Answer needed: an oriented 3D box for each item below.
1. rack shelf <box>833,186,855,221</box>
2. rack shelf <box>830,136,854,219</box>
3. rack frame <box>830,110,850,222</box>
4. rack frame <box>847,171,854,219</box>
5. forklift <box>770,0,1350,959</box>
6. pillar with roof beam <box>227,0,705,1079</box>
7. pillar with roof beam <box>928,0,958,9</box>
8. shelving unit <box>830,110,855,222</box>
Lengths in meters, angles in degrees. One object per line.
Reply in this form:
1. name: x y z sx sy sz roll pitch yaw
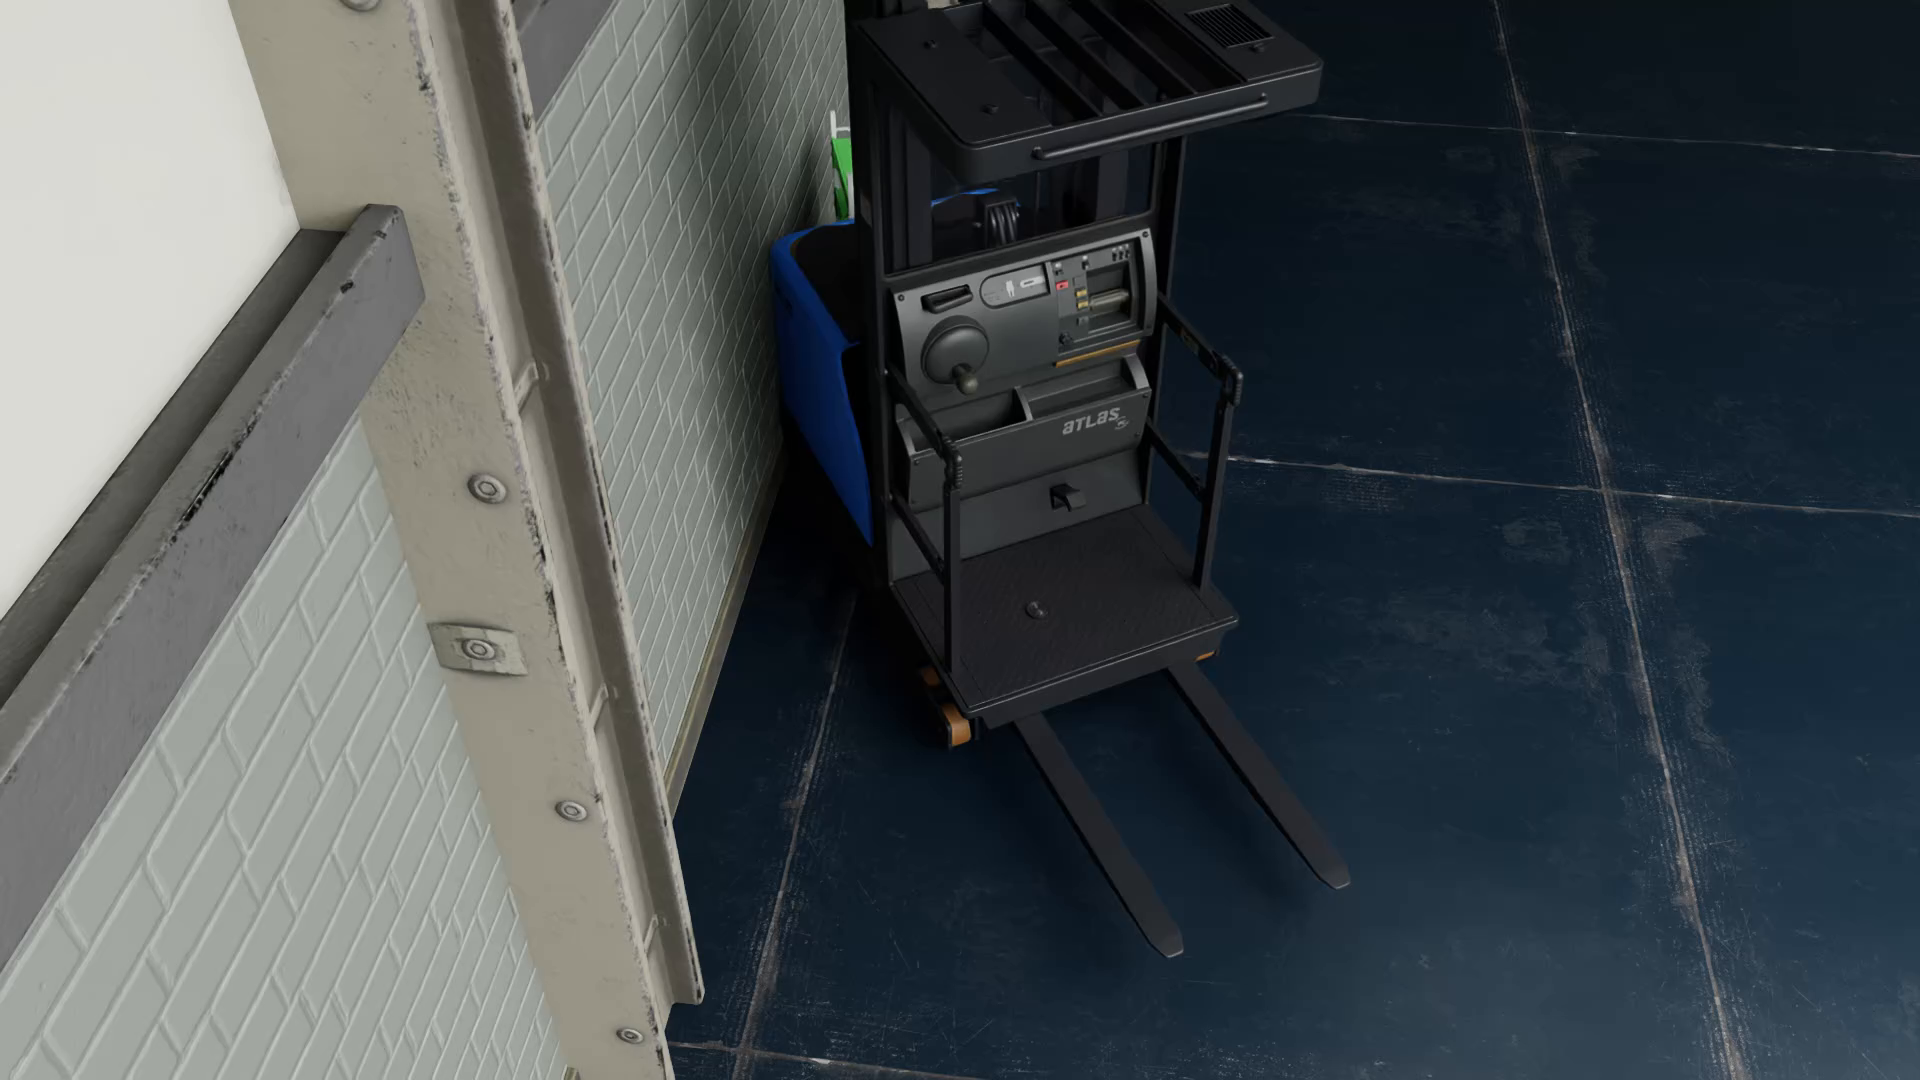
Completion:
1. rack shelf: -0.373 -1.314 7.009 0.258 0.148 0.480 -8 44 -8
2. rack shelf: -0.373 -1.488 6.844 0.258 0.148 0.480 -8 44 -8
3. rack frame: -0.420 -1.351 7.304 0.240 1.200 0.015 -8 44 -8
4. rack frame: -0.327 -1.021 6.956 0.240 1.200 0.015 -8 44 -8
5. forklift: 0.315 -0.668 5.324 1.130 2.935 3.031 -17 46 -17
6. pillar with roof beam: 3.284 -1.338 1.618 9.100 9.000 0.400 5 44 6
7. pillar with roof beam: 4.077 -5.427 5.937 9.100 9.000 0.400 5 44 6
8. shelving unit: -0.373 -1.186 7.130 0.258 1.200 0.503 -8 44 -8
